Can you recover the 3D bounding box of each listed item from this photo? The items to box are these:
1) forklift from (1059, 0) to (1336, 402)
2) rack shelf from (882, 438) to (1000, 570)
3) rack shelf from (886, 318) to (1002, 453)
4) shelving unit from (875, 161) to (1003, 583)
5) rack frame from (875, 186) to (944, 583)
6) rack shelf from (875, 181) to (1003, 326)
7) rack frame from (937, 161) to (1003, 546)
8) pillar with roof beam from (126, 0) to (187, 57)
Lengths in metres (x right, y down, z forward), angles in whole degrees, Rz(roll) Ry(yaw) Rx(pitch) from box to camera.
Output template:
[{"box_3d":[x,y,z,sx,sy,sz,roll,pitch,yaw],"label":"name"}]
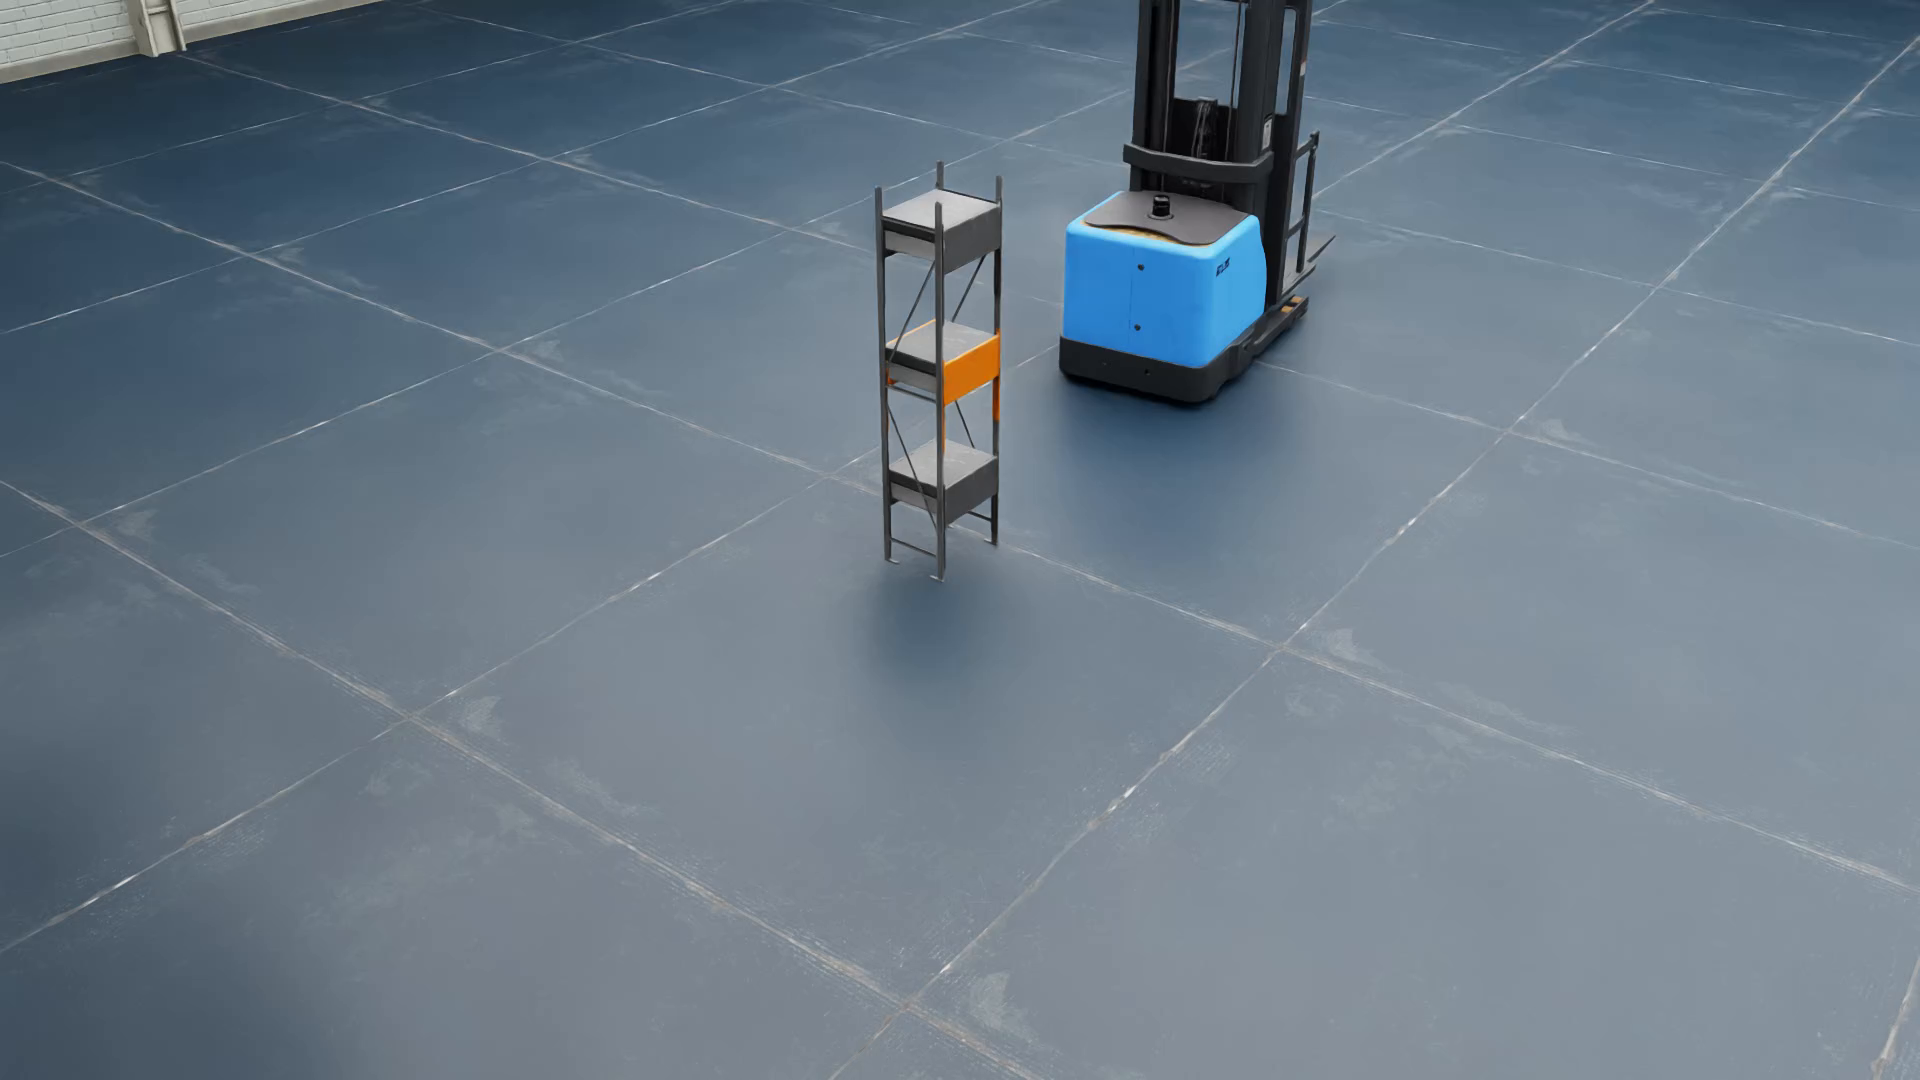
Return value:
[{"box_3d":[1.838,-2.857,11.196,1.130,2.935,3.031,17,34,26],"label":"forklift"},{"box_3d":[-0.100,-0.222,8.965,0.431,0.518,0.480,21,37,31],"label":"rack shelf"},{"box_3d":[-0.100,-0.824,8.608,0.431,0.518,0.480,21,37,31],"label":"rack shelf"},{"box_3d":[-0.100,-0.836,8.601,0.431,2.100,0.503,21,37,31],"label":"shelving unit"},{"box_3d":[-0.247,-0.737,8.434,0.400,2.100,0.015,21,37,31],"label":"rack frame"},{"box_3d":[-0.100,-1.426,8.251,0.431,0.518,0.480,21,37,31],"label":"rack shelf"},{"box_3d":[0.047,-0.935,8.769,0.400,2.100,0.015,21,37,31],"label":"rack frame"},{"box_3d":[-5.362,-7.936,13.815,9.100,9.000,0.400,21,37,31],"label":"pillar with roof beam"}]
